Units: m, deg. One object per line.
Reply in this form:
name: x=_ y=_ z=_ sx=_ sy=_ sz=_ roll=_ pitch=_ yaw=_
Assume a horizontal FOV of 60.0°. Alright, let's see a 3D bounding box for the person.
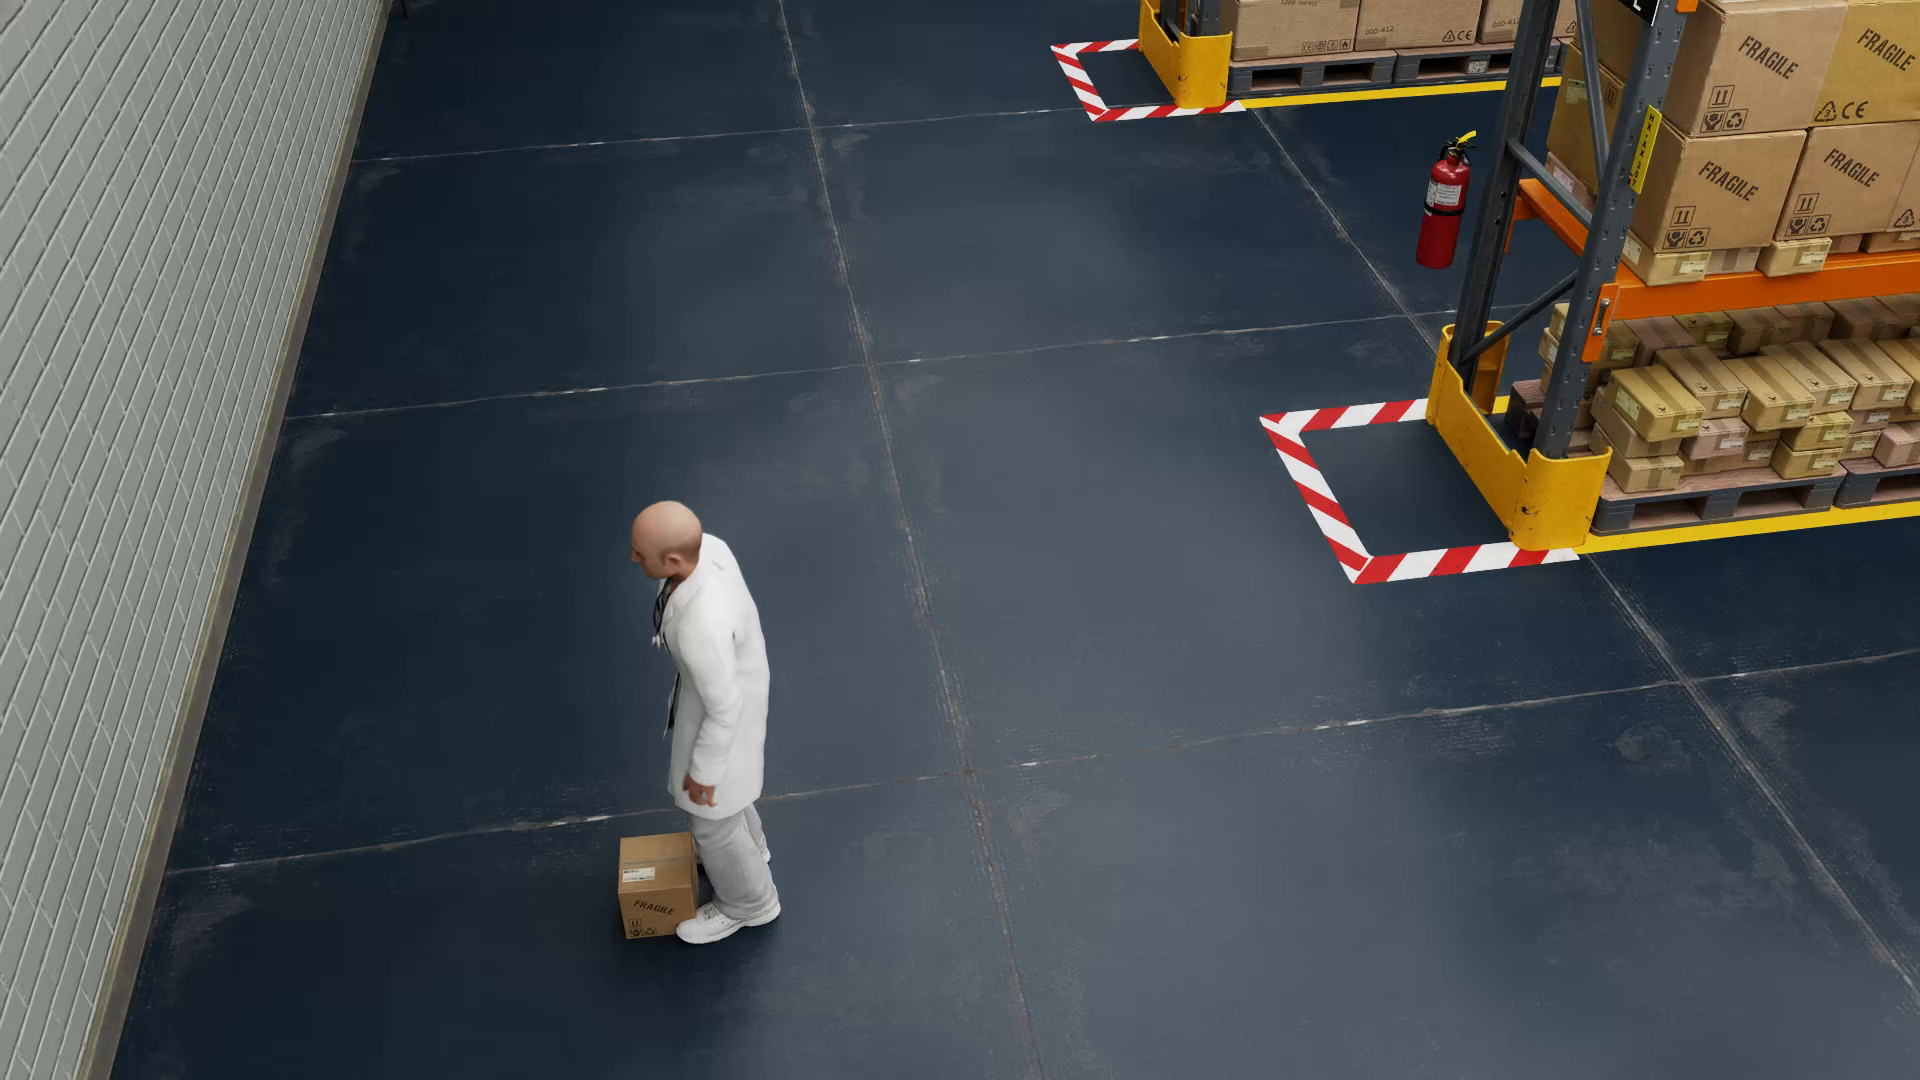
person: x=-0.820 y=0.596 z=5.432 sx=0.421 sy=1.742 sz=0.642 roll=-6 pitch=39 yaw=-8
